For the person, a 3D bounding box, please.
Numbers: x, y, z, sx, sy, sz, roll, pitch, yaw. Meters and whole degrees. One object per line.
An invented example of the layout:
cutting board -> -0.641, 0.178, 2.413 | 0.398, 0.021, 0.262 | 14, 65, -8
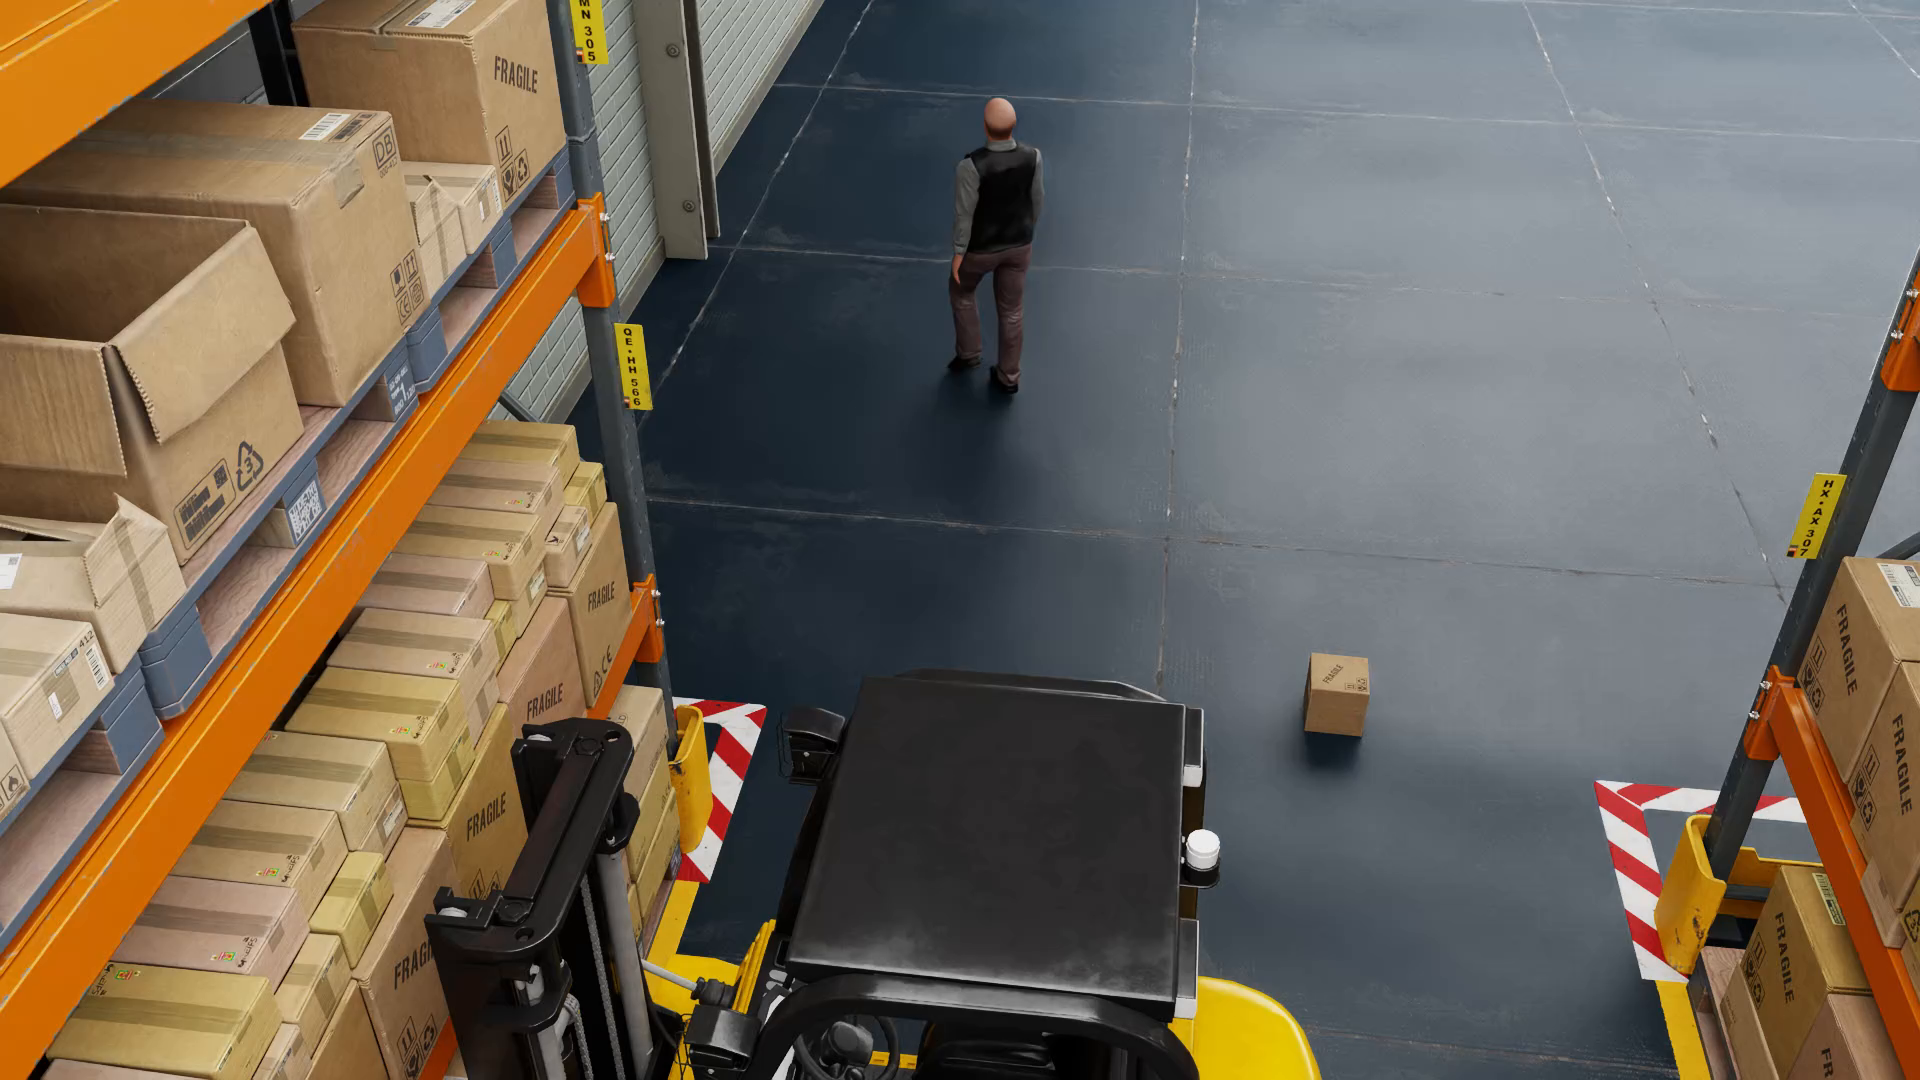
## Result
person -> 0.191, -1.634, 9.348 | 0.571, 1.791, 0.586 | -11, 37, -15
